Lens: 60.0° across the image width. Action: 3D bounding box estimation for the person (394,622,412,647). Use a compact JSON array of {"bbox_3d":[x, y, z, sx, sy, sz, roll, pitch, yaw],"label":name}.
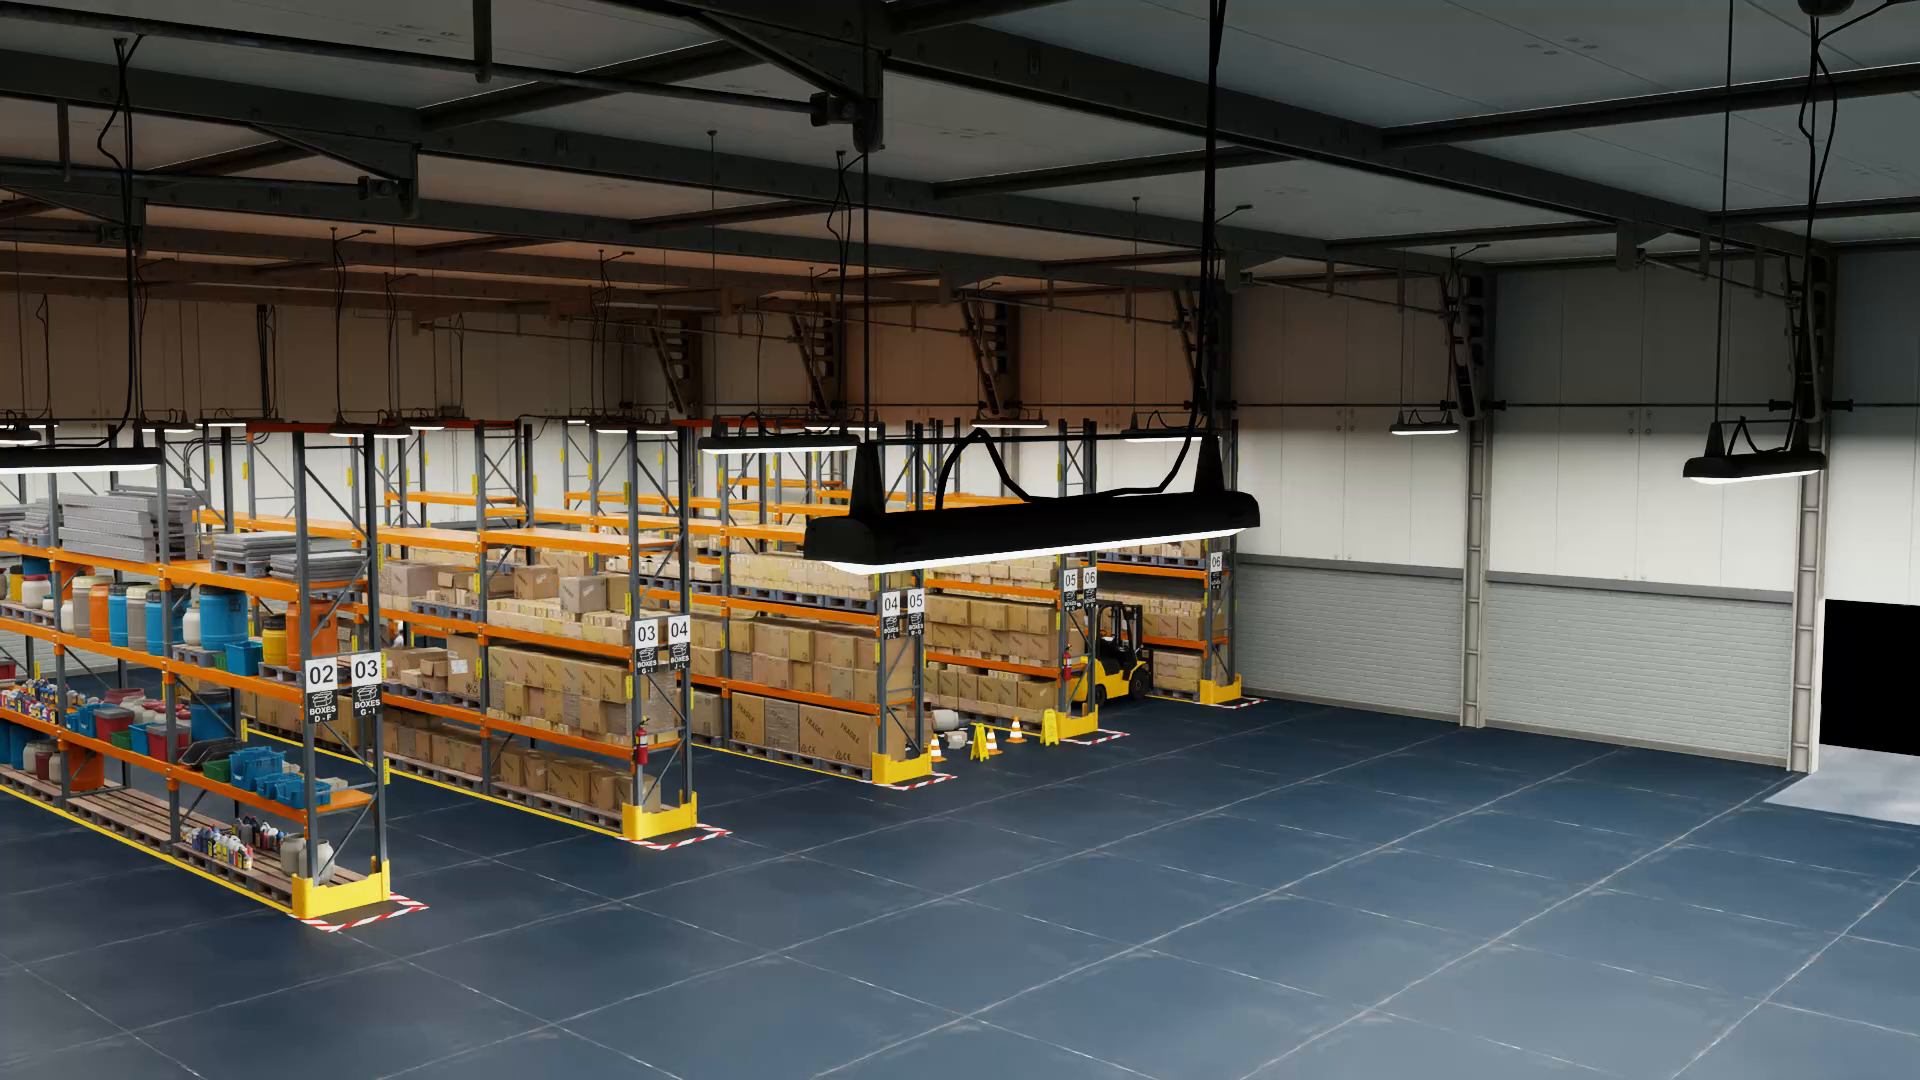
[{"bbox_3d":[-11.691,2.586,35.190,1.045,1.726,0.676,4,6,39],"label":"person"}]
